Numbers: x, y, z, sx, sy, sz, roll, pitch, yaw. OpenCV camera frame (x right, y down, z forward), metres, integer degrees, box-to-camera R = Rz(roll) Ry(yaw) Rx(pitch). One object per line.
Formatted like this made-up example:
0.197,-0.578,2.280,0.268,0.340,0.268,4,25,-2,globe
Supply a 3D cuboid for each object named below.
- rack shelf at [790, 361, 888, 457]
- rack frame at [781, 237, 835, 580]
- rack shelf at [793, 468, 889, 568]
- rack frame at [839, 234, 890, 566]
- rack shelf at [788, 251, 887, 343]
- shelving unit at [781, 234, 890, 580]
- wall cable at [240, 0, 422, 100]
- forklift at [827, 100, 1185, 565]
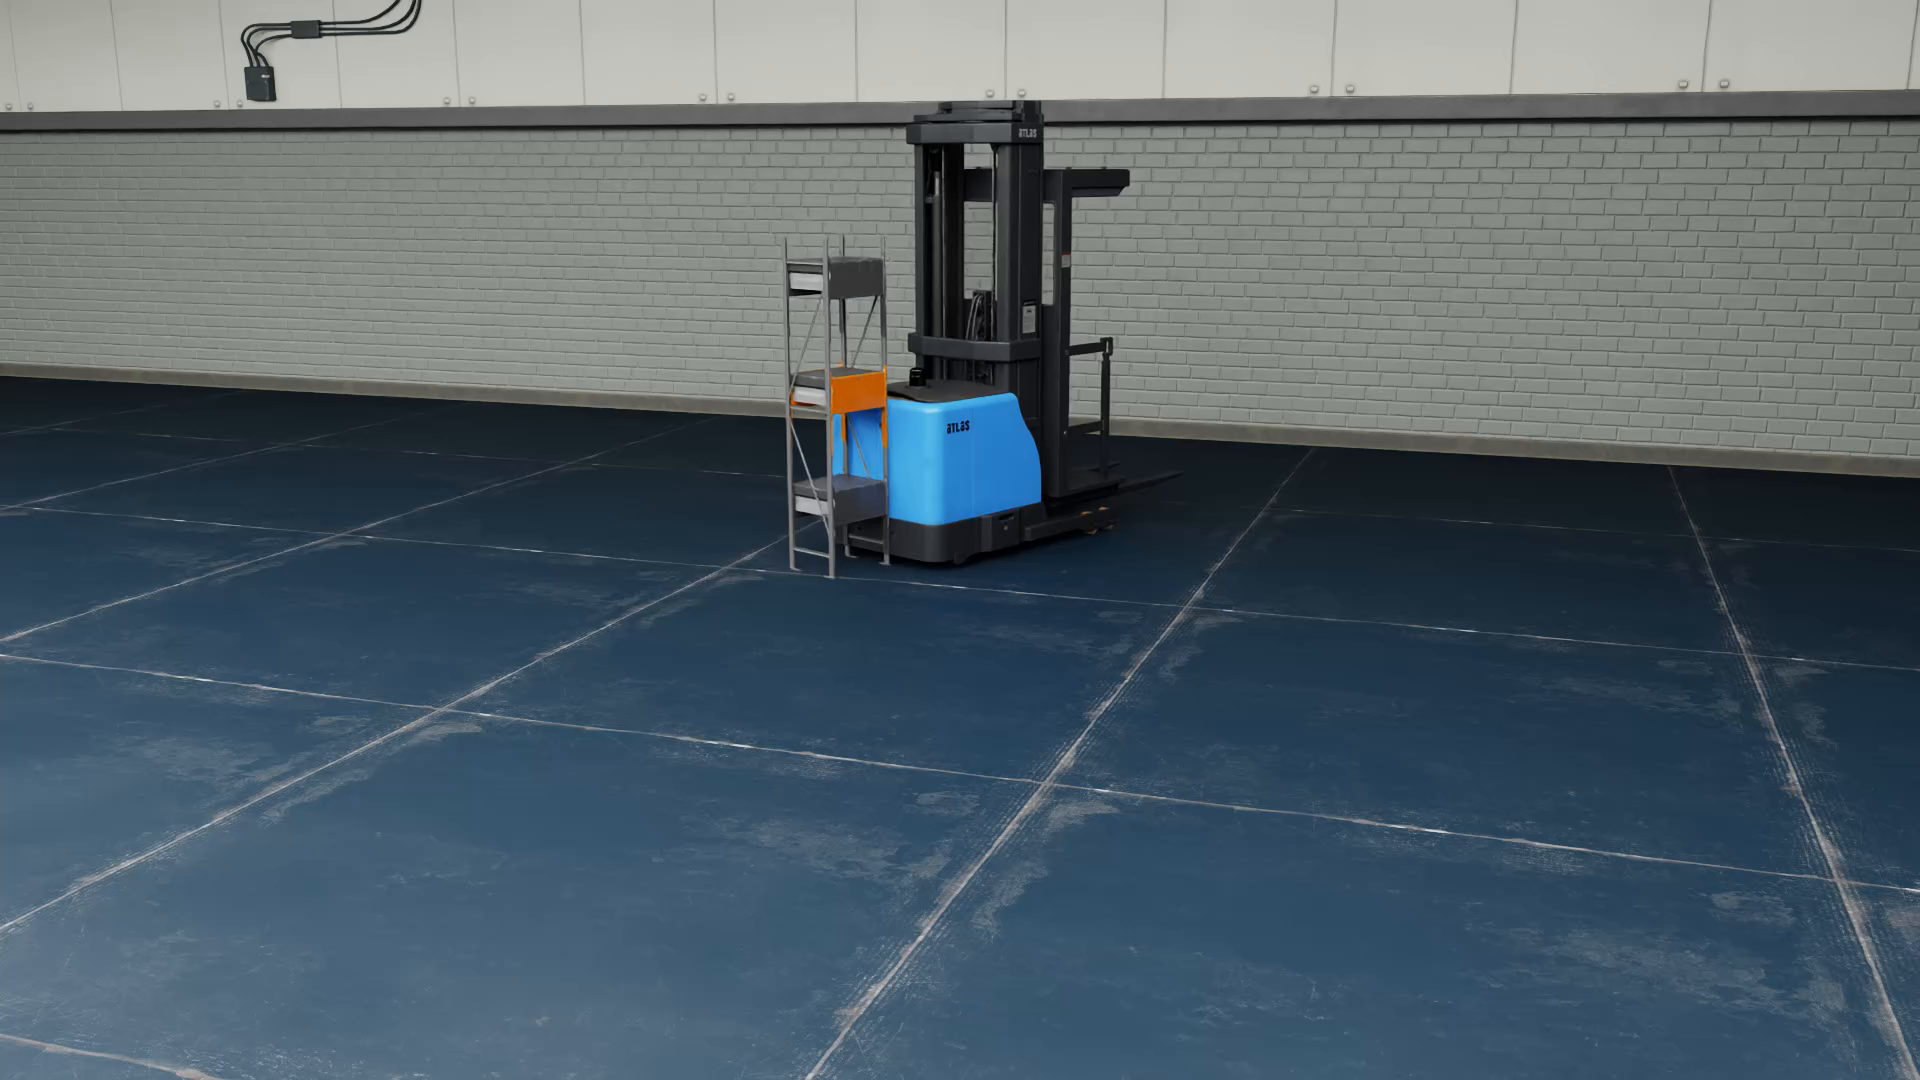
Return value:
-0.775,-0.833,10.475,0.431,0.518,0.480,11,17,41,rack shelf
-0.939,-0.805,10.296,0.400,2.100,0.015,11,17,41,rack frame
-0.773,-0.151,10.632,0.431,0.518,0.480,11,17,41,rack shelf
-0.611,-0.887,10.648,0.400,2.100,0.015,11,17,41,rack frame
-0.776,-1.515,10.317,0.431,0.518,0.480,11,17,41,rack shelf
-0.775,-0.846,10.472,0.431,2.100,0.503,11,17,41,shelving unit
-6.690,-7.657,17.170,2.305,6.003,0.169,4,14,18,wall cable
0.472,-1.534,11.620,1.130,2.935,3.031,11,17,41,forklift
